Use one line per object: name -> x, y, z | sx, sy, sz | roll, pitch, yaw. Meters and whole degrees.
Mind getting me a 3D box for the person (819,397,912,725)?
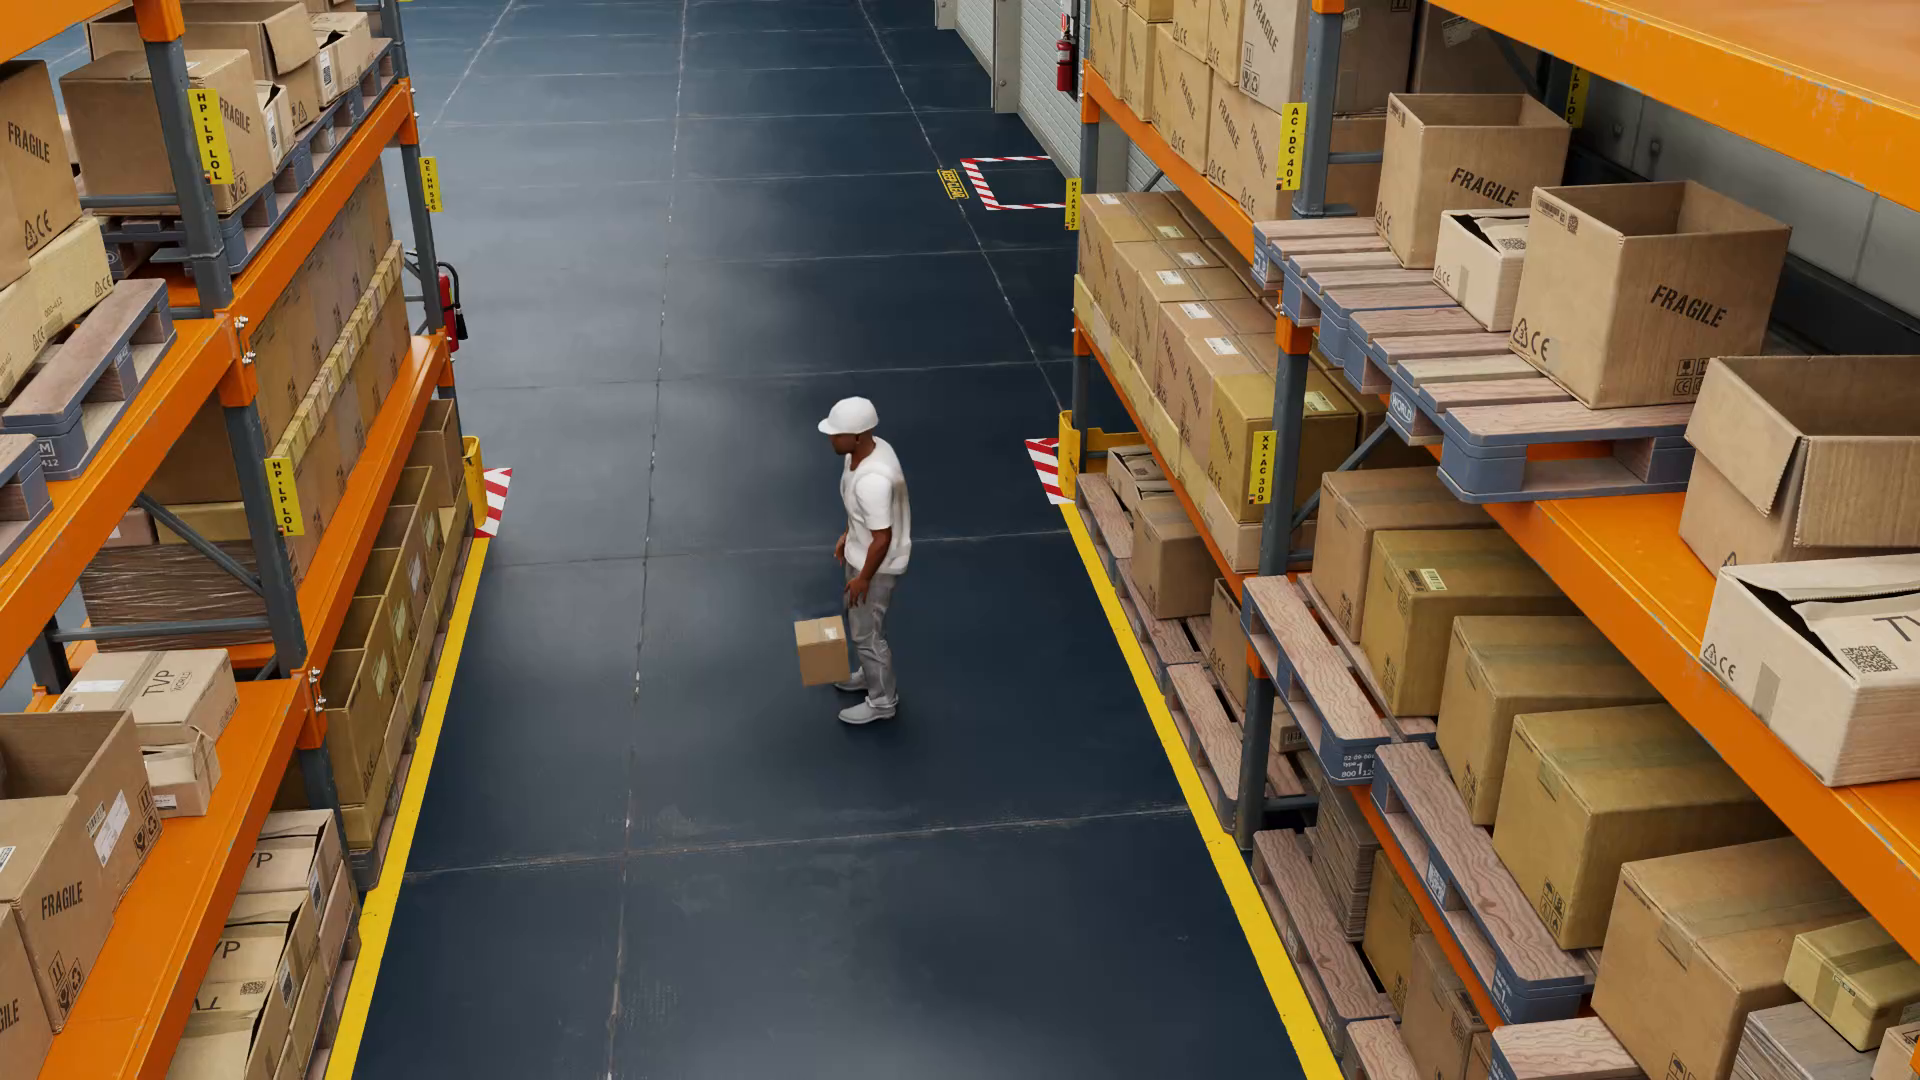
person -> -0.470, 0.091, 8.415 | 0.439, 1.763, 0.597 | -4, 27, -9
